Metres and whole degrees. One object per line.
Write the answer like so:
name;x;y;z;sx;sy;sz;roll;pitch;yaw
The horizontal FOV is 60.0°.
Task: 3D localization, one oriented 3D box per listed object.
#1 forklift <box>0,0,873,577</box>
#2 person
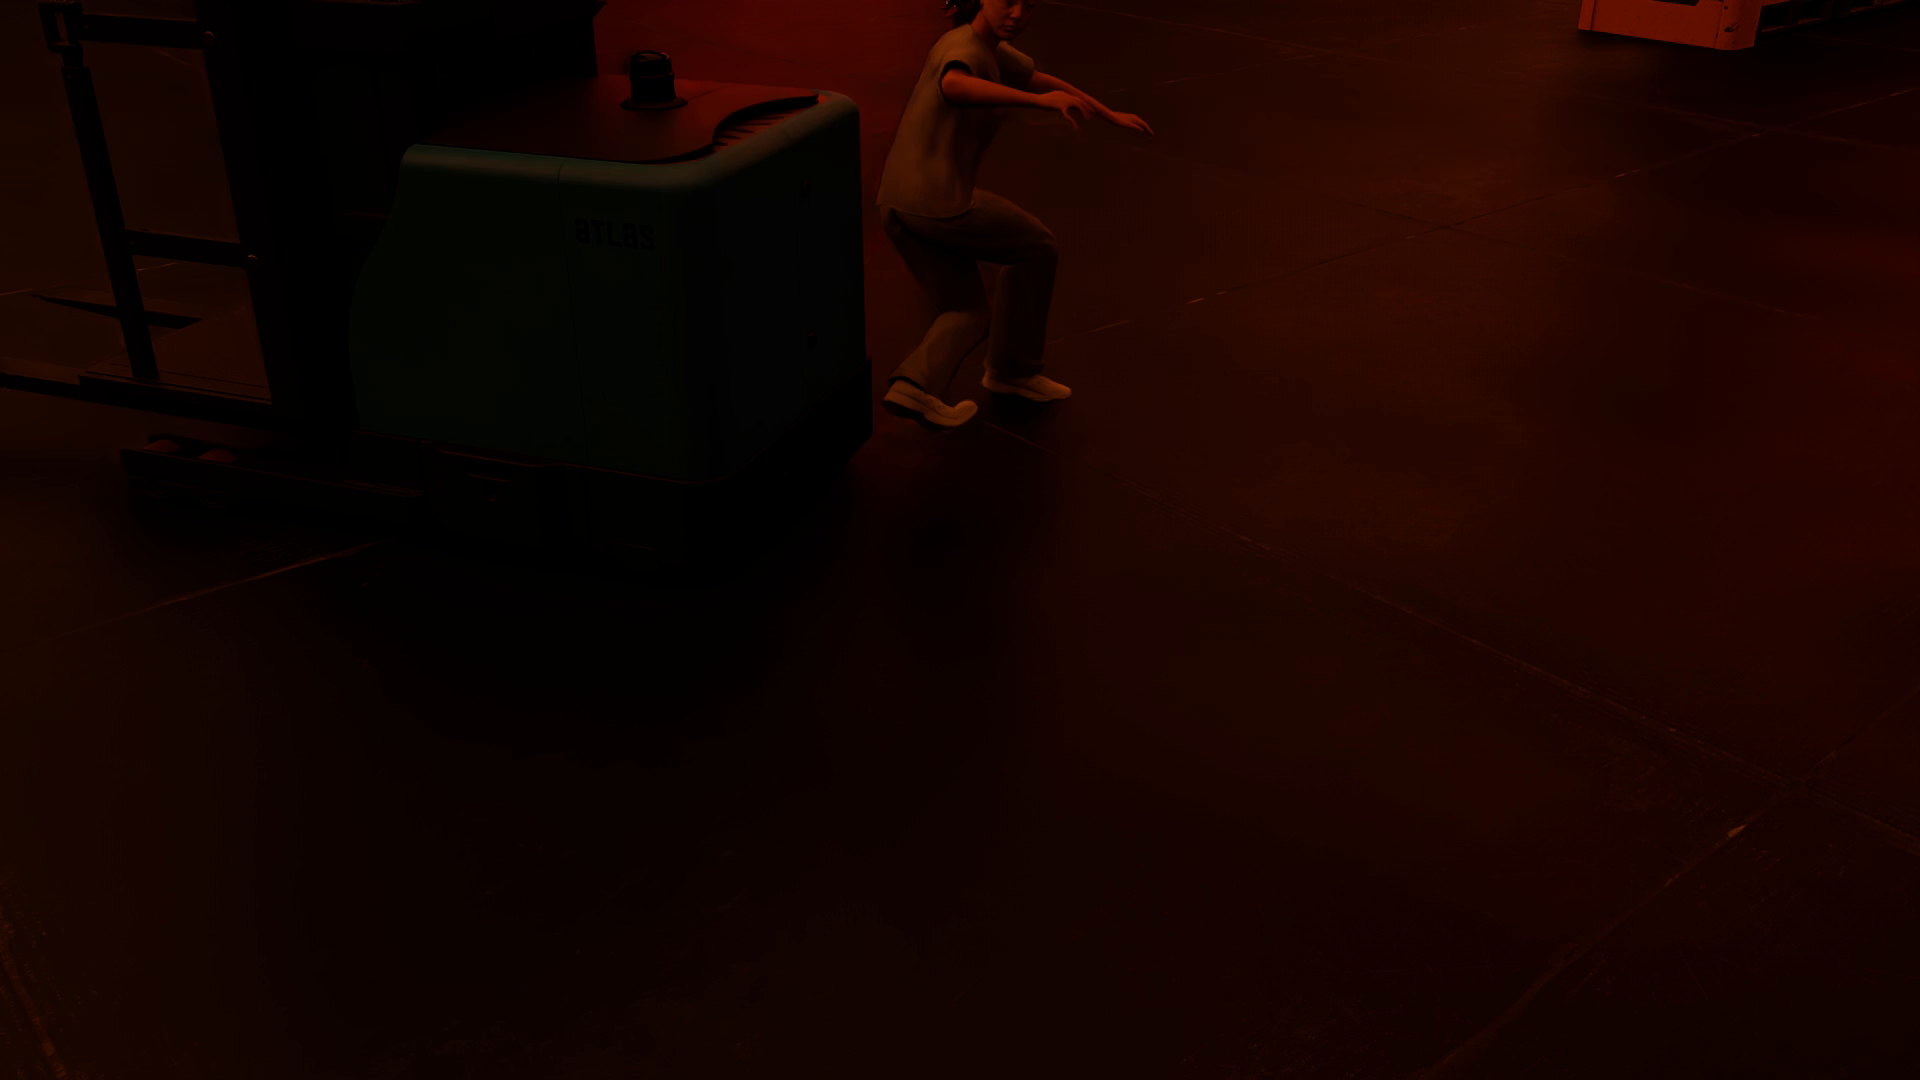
forklift;-1.834;-1.609;4.446;3.031;2.935;1.130;9;28;18
person;0.198;-1.006;4.967;1.072;1.438;0.767;-13;29;-24
